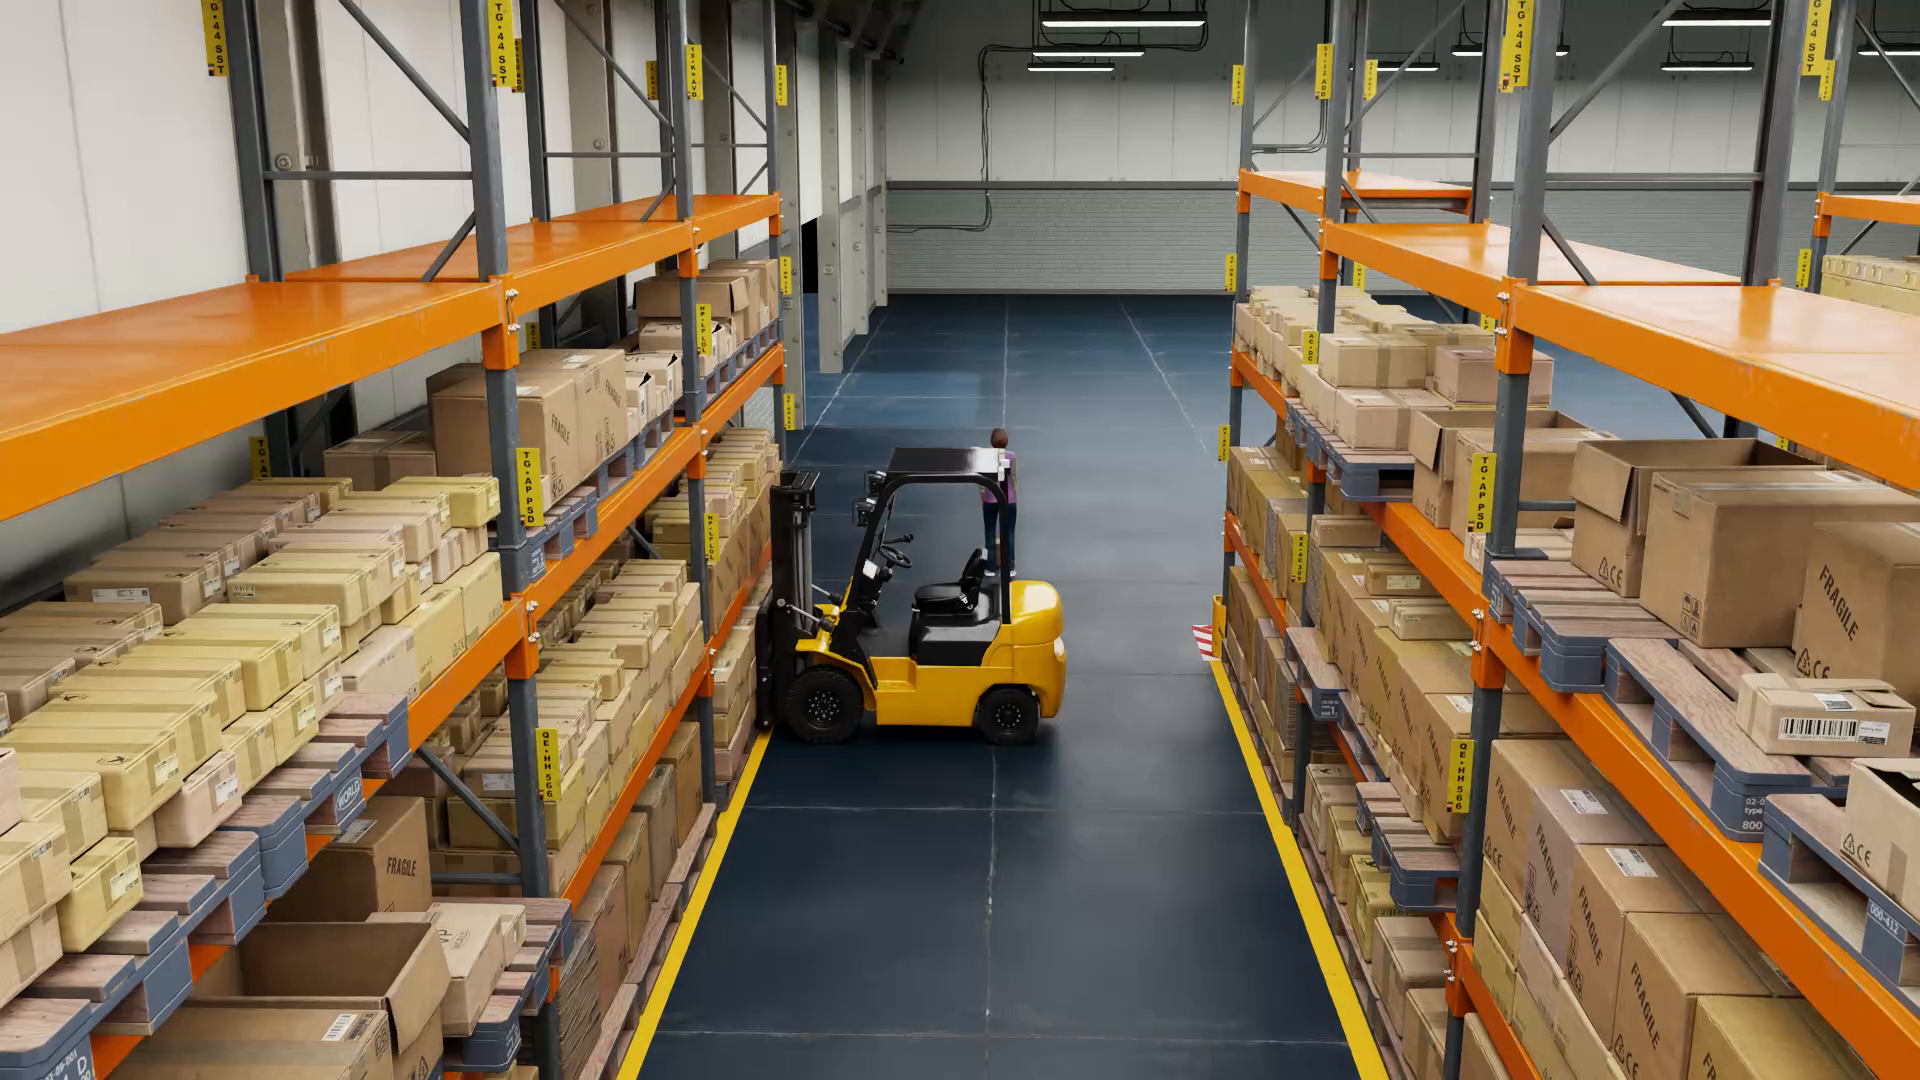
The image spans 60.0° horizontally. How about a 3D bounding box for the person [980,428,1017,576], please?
[{"bbox_3d":[0.407,-0.395,17.603,0.391,1.593,0.304,1,14,3],"label":"person"}]
